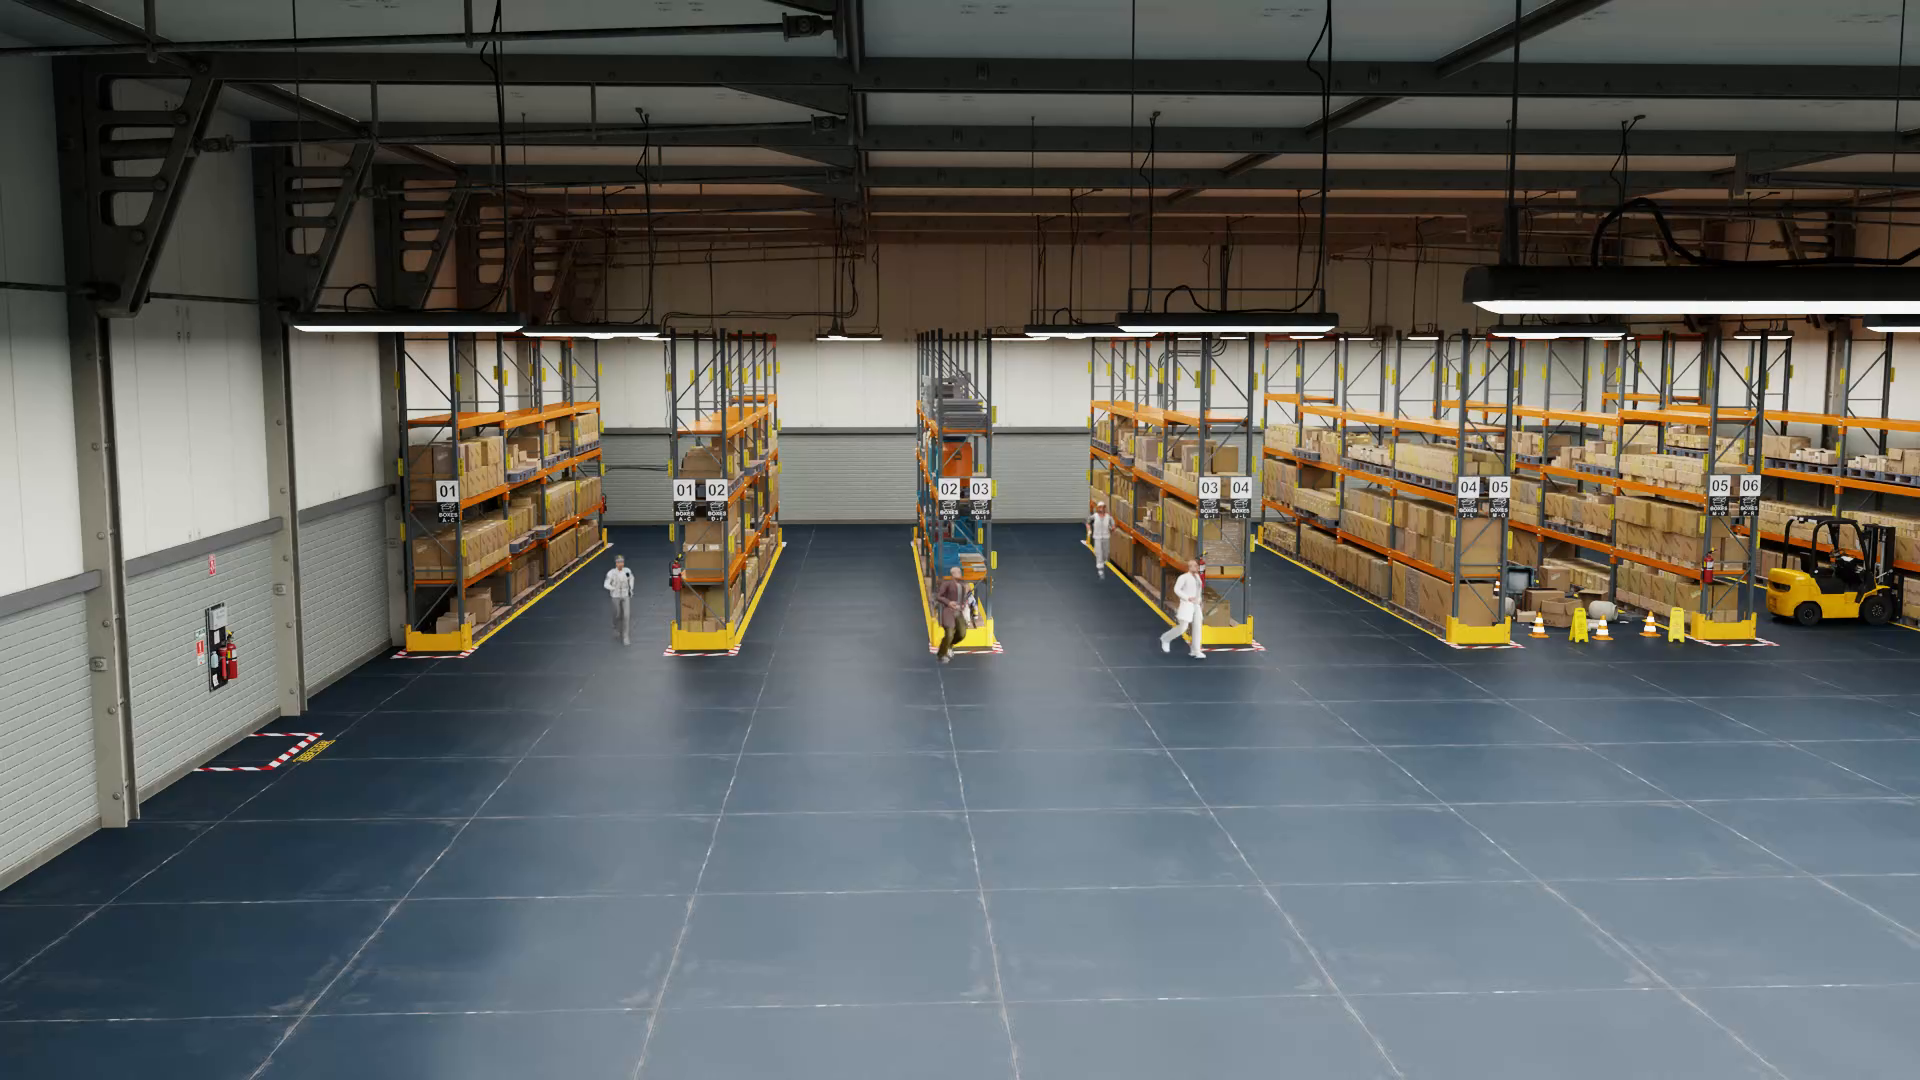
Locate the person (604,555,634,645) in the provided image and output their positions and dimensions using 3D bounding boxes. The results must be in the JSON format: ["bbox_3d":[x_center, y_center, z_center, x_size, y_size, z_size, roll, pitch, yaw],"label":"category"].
[{"bbox_3d":[-6.551,1.118,32.032,0.585,1.701,0.895,-2,7,-17],"label":"person"}]

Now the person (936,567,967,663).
[{"bbox_3d":[-0.101,1.341,30.102,0.714,1.704,0.610,-6,9,-40],"label":"person"}]

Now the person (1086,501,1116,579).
[{"bbox_3d":[3.284,0.005,38.555,0.667,1.797,0.893,-1,7,-7],"label":"person"}]

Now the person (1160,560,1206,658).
[{"bbox_3d":[4.252,1.242,30.595,0.771,1.730,1.032,-6,9,-41],"label":"person"}]
